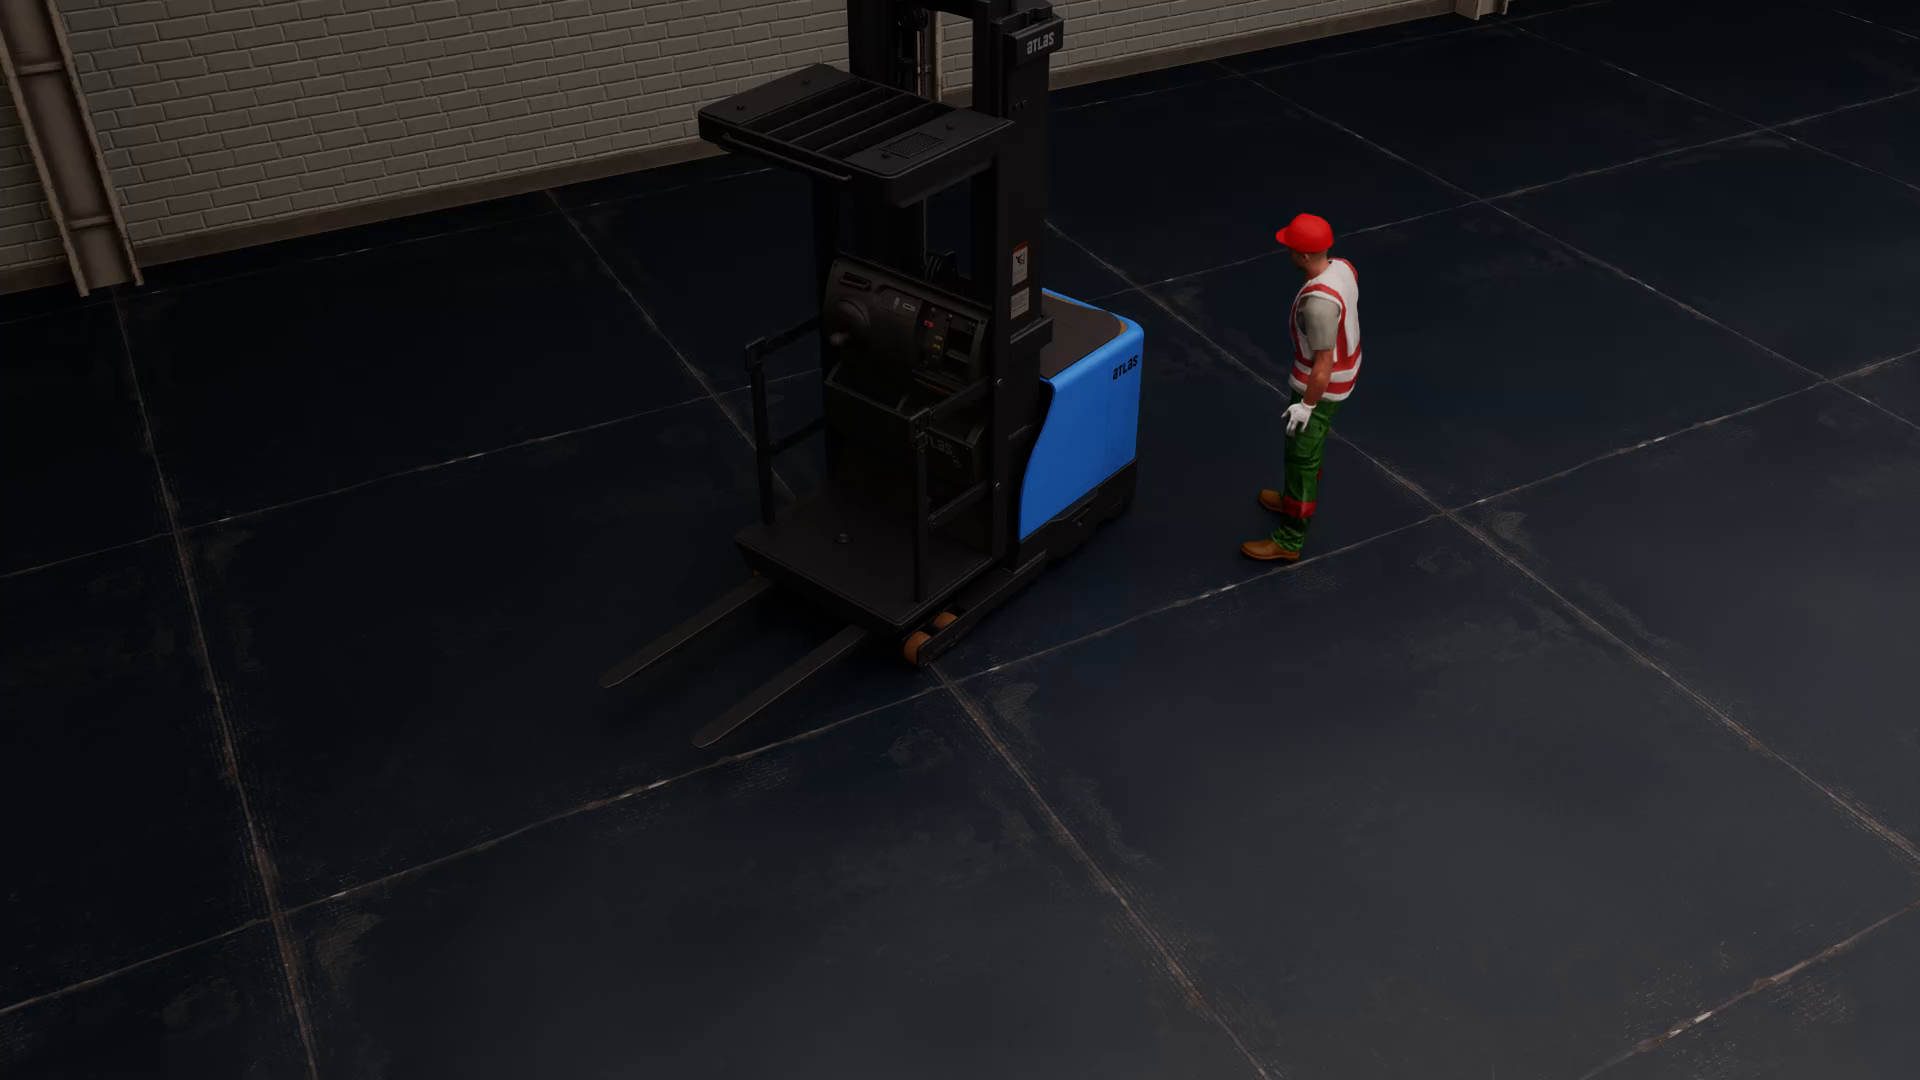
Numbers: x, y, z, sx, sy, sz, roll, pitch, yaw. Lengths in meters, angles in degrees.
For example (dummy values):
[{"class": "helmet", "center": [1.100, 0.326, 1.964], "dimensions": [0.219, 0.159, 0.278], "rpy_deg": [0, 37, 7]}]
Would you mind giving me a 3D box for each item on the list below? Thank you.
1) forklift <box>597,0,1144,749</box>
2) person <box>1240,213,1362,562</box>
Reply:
[{"class": "forklift", "center": [-0.390, -0.927, 7.434], "dimensions": [1.130, 2.935, 3.031], "rpy_deg": [26, 43, 31]}, {"class": "person", "center": [1.715, -0.777, 8.222], "dimensions": [0.476, 1.779, 0.687], "rpy_deg": [14, 38, 19]}]
